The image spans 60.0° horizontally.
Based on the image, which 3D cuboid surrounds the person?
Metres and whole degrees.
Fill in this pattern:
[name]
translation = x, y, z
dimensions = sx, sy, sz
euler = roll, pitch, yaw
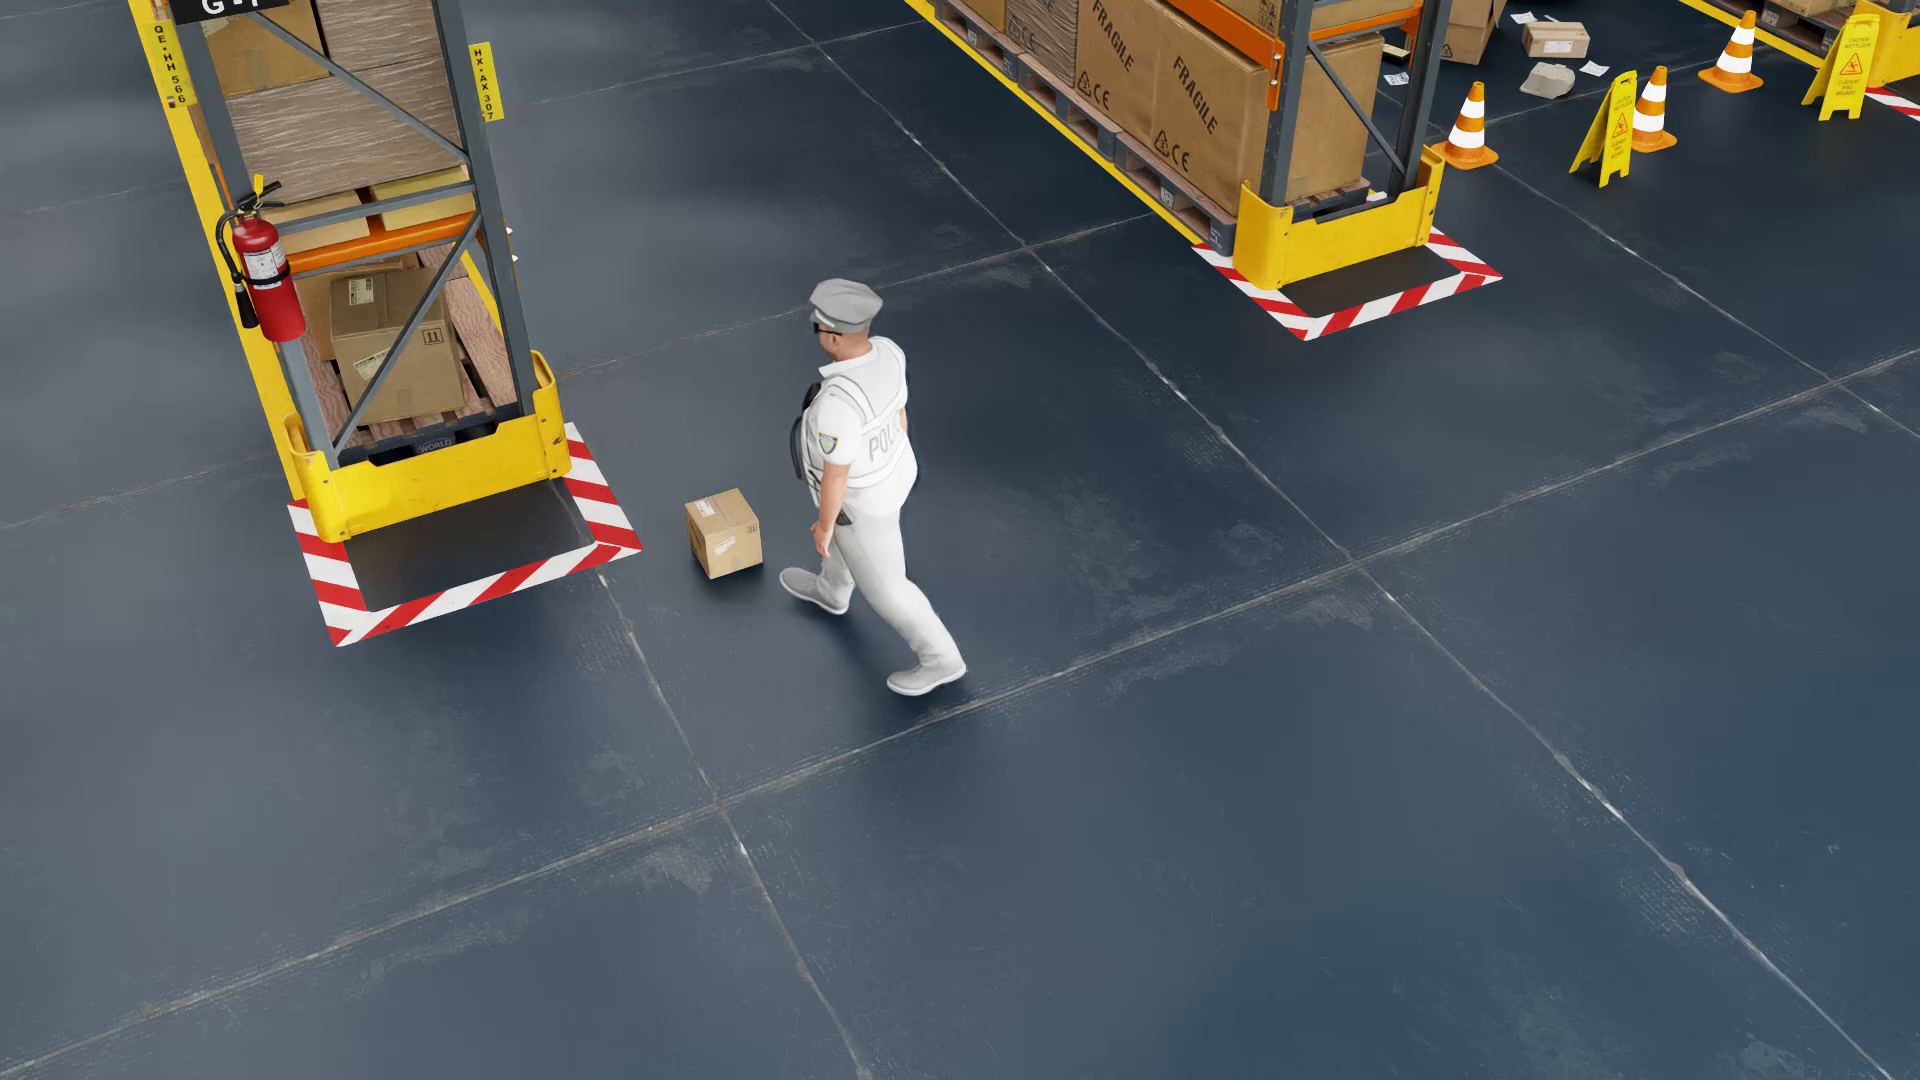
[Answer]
[person]
translation = -0.393, -0.204, 6.387
dimensions = 0.926, 1.723, 0.560
euler = 11, 42, 13
